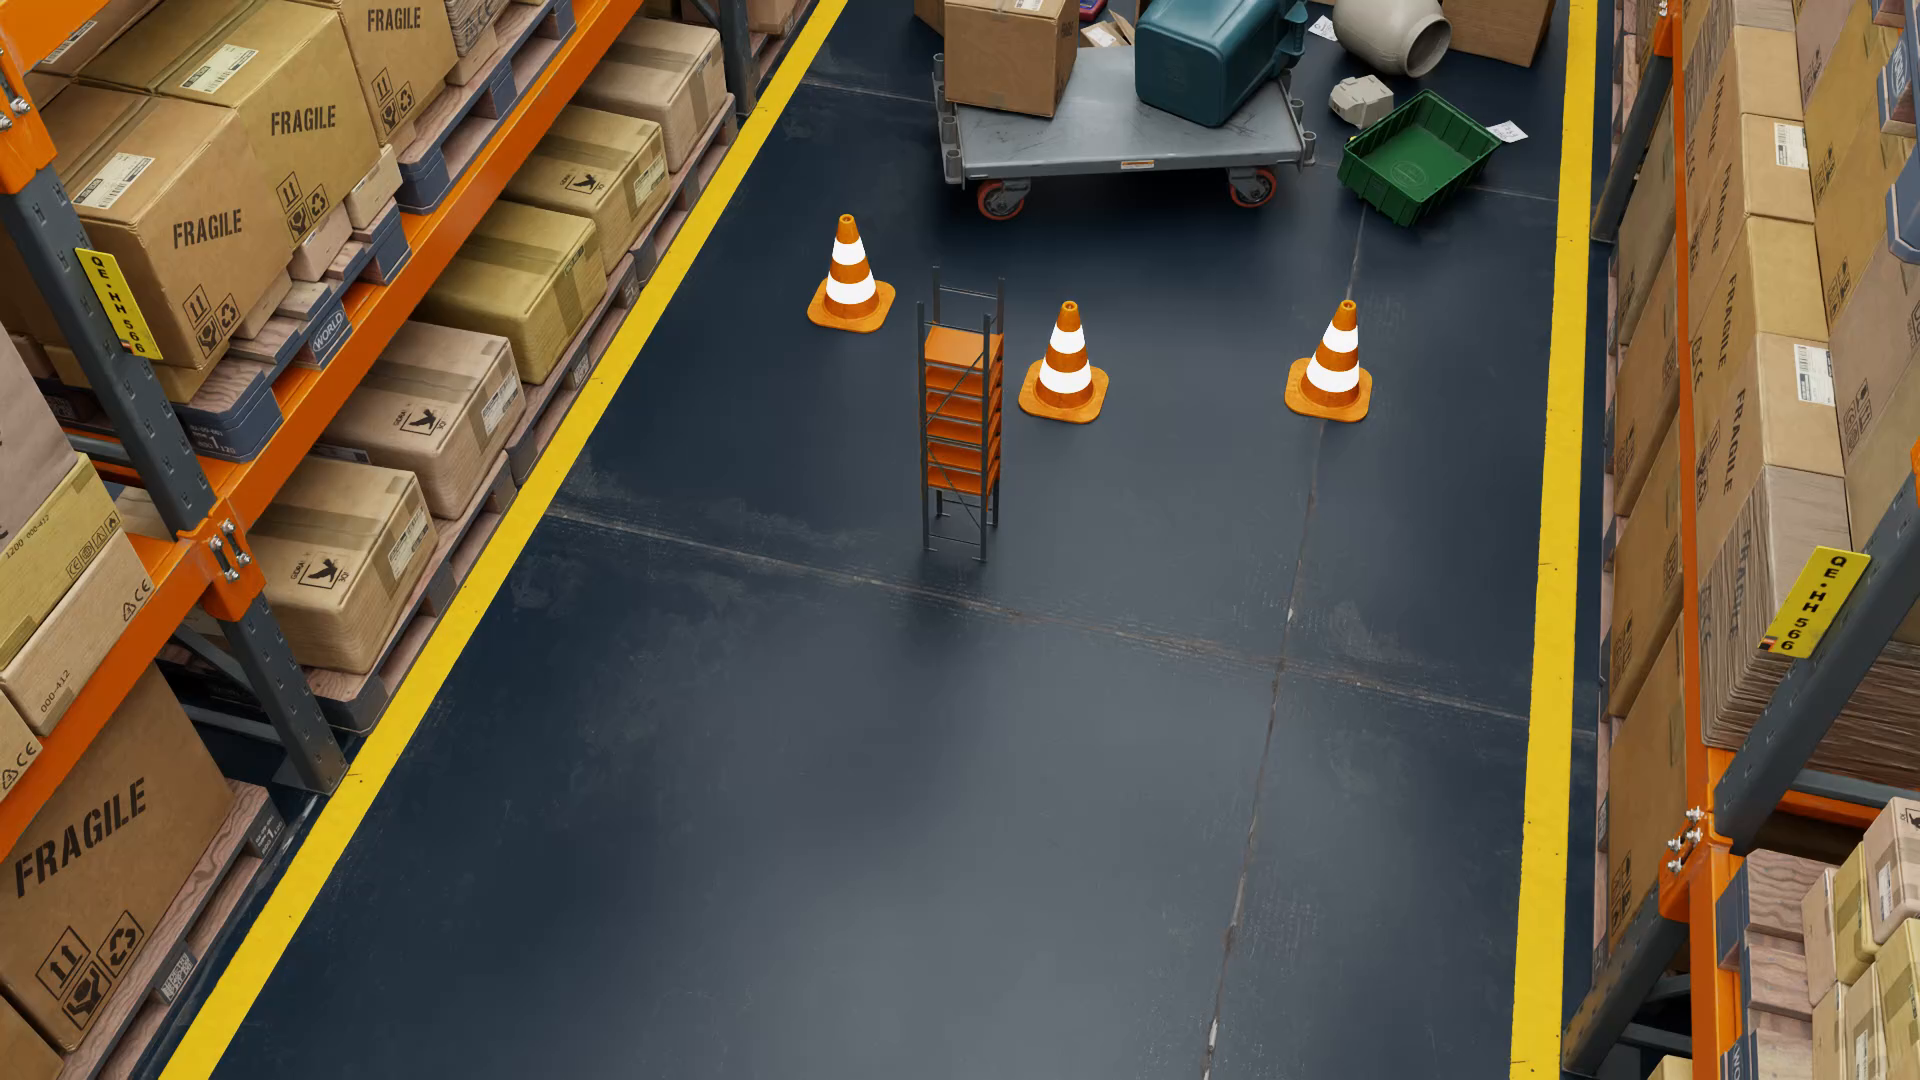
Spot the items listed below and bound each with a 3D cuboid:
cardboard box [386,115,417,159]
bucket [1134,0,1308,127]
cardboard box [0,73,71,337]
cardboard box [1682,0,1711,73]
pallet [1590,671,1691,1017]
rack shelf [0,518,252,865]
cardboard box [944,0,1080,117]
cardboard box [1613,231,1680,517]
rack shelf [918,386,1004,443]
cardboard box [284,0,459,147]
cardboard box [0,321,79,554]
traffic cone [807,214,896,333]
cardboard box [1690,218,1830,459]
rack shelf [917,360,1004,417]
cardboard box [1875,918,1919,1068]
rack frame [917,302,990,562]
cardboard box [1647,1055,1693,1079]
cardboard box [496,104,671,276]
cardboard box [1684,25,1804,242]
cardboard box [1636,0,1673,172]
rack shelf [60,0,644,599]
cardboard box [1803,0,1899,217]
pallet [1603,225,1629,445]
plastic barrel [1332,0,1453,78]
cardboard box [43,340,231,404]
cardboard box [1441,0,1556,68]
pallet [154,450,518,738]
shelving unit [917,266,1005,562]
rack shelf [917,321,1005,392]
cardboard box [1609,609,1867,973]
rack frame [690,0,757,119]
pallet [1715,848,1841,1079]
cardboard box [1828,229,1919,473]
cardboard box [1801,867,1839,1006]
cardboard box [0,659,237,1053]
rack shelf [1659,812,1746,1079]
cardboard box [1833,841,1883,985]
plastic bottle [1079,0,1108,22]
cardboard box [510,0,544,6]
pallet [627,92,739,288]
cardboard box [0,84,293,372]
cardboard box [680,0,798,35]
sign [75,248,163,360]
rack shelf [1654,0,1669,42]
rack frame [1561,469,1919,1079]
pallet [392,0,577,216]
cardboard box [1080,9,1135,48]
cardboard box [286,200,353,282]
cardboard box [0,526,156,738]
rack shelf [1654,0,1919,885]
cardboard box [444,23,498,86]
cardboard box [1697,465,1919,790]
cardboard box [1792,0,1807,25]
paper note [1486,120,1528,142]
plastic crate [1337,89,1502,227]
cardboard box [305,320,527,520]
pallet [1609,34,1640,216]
[{"bbox_3d":[-1.974,-1.309,5.292,0.380,0.149,0.250,14,50,12],"label":"cardboard box"},{"bbox_3d":[1.124,-2.246,7.401,0.726,0.611,0.620,28,64,22],"label":"bucket"},{"bbox_3d":[-2.691,-0.938,4.532,0.500,0.500,0.500,10,49,9],"label":"cardboard box"},{"bbox_3d":[2.915,-1.979,5.929,0.500,0.500,0.500,12,50,10],"label":"cardboard box"},{"bbox_3d":[2.540,0.987,5.238,1.003,0.211,1.213,12,50,10],"label":"pallet"},{"bbox_3d":[-3.069,1.401,3.493,1.077,0.370,4.000,12,50,10],"label":"rack shelf"},{"bbox_3d":[0.236,-2.271,7.416,0.500,0.500,0.500,12,50,10],"label":"cardboard box"},{"bbox_3d":[2.978,-0.504,5.914,1.050,0.750,0.750,12,50,10],"label":"cardboard box"},{"bbox_3d":[0.004,-0.458,5.753,0.258,0.103,0.180,12,50,10],"label":"rack shelf"},{"bbox_3d":[-1.937,-1.598,5.114,0.500,0.500,0.500,12,50,11],"label":"cardboard box"},{"bbox_3d":[-2.426,-0.222,3.712,0.500,0.500,0.500,10,49,9],"label":"cardboard box"},{"bbox_3d":[-0.465,-1.164,6.969,0.336,0.463,0.334,12,50,10],"label":"traffic cone"},{"bbox_3d":[2.384,-0.514,4.636,0.500,0.500,0.500,11,49,9],"label":"cardboard box"},{"bbox_3d":[0.004,-0.537,5.663,0.258,0.103,0.180,12,50,10],"label":"rack shelf"},{"bbox_3d":[1.883,0.858,2.982,0.380,0.149,0.250,10,49,9],"label":"cardboard box"},{"bbox_3d":[-0.020,-0.341,5.751,0.240,1.200,0.006,12,50,10],"label":"rack frame"},{"bbox_3d":[1.845,1.511,3.803,0.500,0.250,0.500,10,49,8],"label":"cardboard box"},{"bbox_3d":[-1.811,-1.546,7.086,0.950,0.372,0.625,14,50,12],"label":"cardboard box"},{"bbox_3d":[2.648,-1.252,5.288,0.500,0.500,0.500,11,50,10],"label":"cardboard box"},{"bbox_3d":[3.546,-2.150,7.284,0.875,0.875,0.875,12,50,11],"label":"cardboard box"},{"bbox_3d":[-2.016,-1.492,6.046,1.077,0.370,4.000,12,50,10],"label":"rack shelf"},{"bbox_3d":[2.787,-1.174,4.552,0.700,0.500,0.500,11,50,10],"label":"cardboard box"},{"bbox_3d":[3.182,-0.777,6.795,1.003,0.211,1.213,12,50,10],"label":"pallet"},{"bbox_3d":[2.131,-2.544,8.213,0.421,0.421,0.512,-27,54,-22],"label":"plastic barrel"},{"bbox_3d":[-2.277,-0.538,4.611,0.380,0.149,0.250,9,49,8],"label":"cardboard box"},{"bbox_3d":[2.731,-2.772,8.362,0.500,0.500,0.500,19,51,16],"label":"cardboard box"},{"bbox_3d":[-2.335,0.074,6.044,1.003,0.211,1.213,12,50,10],"label":"pallet"},{"bbox_3d":[0.004,-0.407,5.809,0.258,1.200,0.189,12,50,10],"label":"shelving unit"},{"bbox_3d":[0.004,-0.616,5.573,0.258,0.103,0.180,12,50,10],"label":"rack shelf"},{"bbox_3d":[2.507,0.803,4.761,1.050,0.750,0.750,11,49,10],"label":"cardboard box"},{"bbox_3d":[-1.489,-3.177,7.053,1.000,3.000,0.127,12,50,10],"label":"rack frame"},{"bbox_3d":[2.175,1.220,3.300,1.213,0.211,1.003,12,50,10],"label":"pallet"},{"bbox_3d":[2.519,-0.433,3.898,0.700,0.500,0.500,11,49,9],"label":"cardboard box"},{"bbox_3d":[1.947,0.848,3.388,0.380,0.149,0.250,11,49,10],"label":"cardboard box"},{"bbox_3d":[-2.804,0.764,4.712,0.875,0.875,0.875,11,50,10],"label":"cardboard box"},{"bbox_3d":[1.733,2.305,2.695,1.077,0.370,4.000,12,50,10],"label":"rack shelf"},{"bbox_3d":[1.939,0.776,3.254,0.380,0.149,0.250,14,50,12],"label":"cardboard box"},{"bbox_3d":[0.659,-2.768,8.652,0.133,0.061,0.283,19,51,16],"label":"plastic bottle"},{"bbox_3d":[-1.641,-2.071,5.965,0.380,0.149,0.250,12,50,10],"label":"cardboard box"},{"bbox_3d":[-1.693,-1.691,7.601,1.003,0.211,1.213,12,50,10],"label":"pallet"},{"bbox_3d":[-2.201,-0.834,4.440,0.500,0.500,0.500,10,49,9],"label":"cardboard box"},{"bbox_3d":[-1.074,-2.779,8.256,0.500,0.250,0.500,10,49,8],"label":"cardboard box"},{"bbox_3d":[-2.006,-0.560,3.971,0.100,0.325,0.005,12,50,10],"label":"sign"},{"bbox_3d":[3.839,-3.482,7.802,1.077,0.370,4.000,12,50,10],"label":"rack shelf"},{"bbox_3d":[2.260,0.620,3.702,1.000,3.000,0.127,12,50,10],"label":"rack frame"},{"bbox_3d":[-2.061,-1.660,5.842,1.003,0.211,1.213,12,50,10],"label":"pallet"},{"bbox_3d":[0.796,-2.438,8.225,0.258,0.266,0.396,-19,51,-16],"label":"cardboard box"},{"bbox_3d":[-2.054,-0.925,4.953,0.380,0.149,0.250,9,49,8],"label":"cardboard box"},{"bbox_3d":[-2.425,0.183,4.188,0.500,0.250,0.500,10,49,9],"label":"cardboard box"},{"bbox_3d":[2.786,-0.588,5.249,1.077,0.370,4.000,12,50,10],"label":"rack shelf"},{"bbox_3d":[-1.805,-1.697,5.635,0.380,0.149,0.250,13,50,11],"label":"cardboard box"},{"bbox_3d":[2.119,0.208,3.999,0.500,0.500,0.500,12,50,10],"label":"cardboard box"},{"bbox_3d":[3.054,-1.904,5.197,0.700,0.500,0.500,11,49,9],"label":"cardboard box"},{"bbox_3d":[2.616,-1.956,7.955,0.147,0.020,0.142,-19,51,-16],"label":"paper note"},{"bbox_3d":[2.094,-1.746,7.627,0.662,0.188,0.450,-37,68,-28],"label":"plastic crate"},{"bbox_3d":[-2.197,-0.495,6.159,0.950,0.372,0.625,11,49,9],"label":"cardboard box"},{"bbox_3d":[3.588,-1.885,7.773,1.003,0.211,1.213,12,50,10],"label":"pallet"}]
